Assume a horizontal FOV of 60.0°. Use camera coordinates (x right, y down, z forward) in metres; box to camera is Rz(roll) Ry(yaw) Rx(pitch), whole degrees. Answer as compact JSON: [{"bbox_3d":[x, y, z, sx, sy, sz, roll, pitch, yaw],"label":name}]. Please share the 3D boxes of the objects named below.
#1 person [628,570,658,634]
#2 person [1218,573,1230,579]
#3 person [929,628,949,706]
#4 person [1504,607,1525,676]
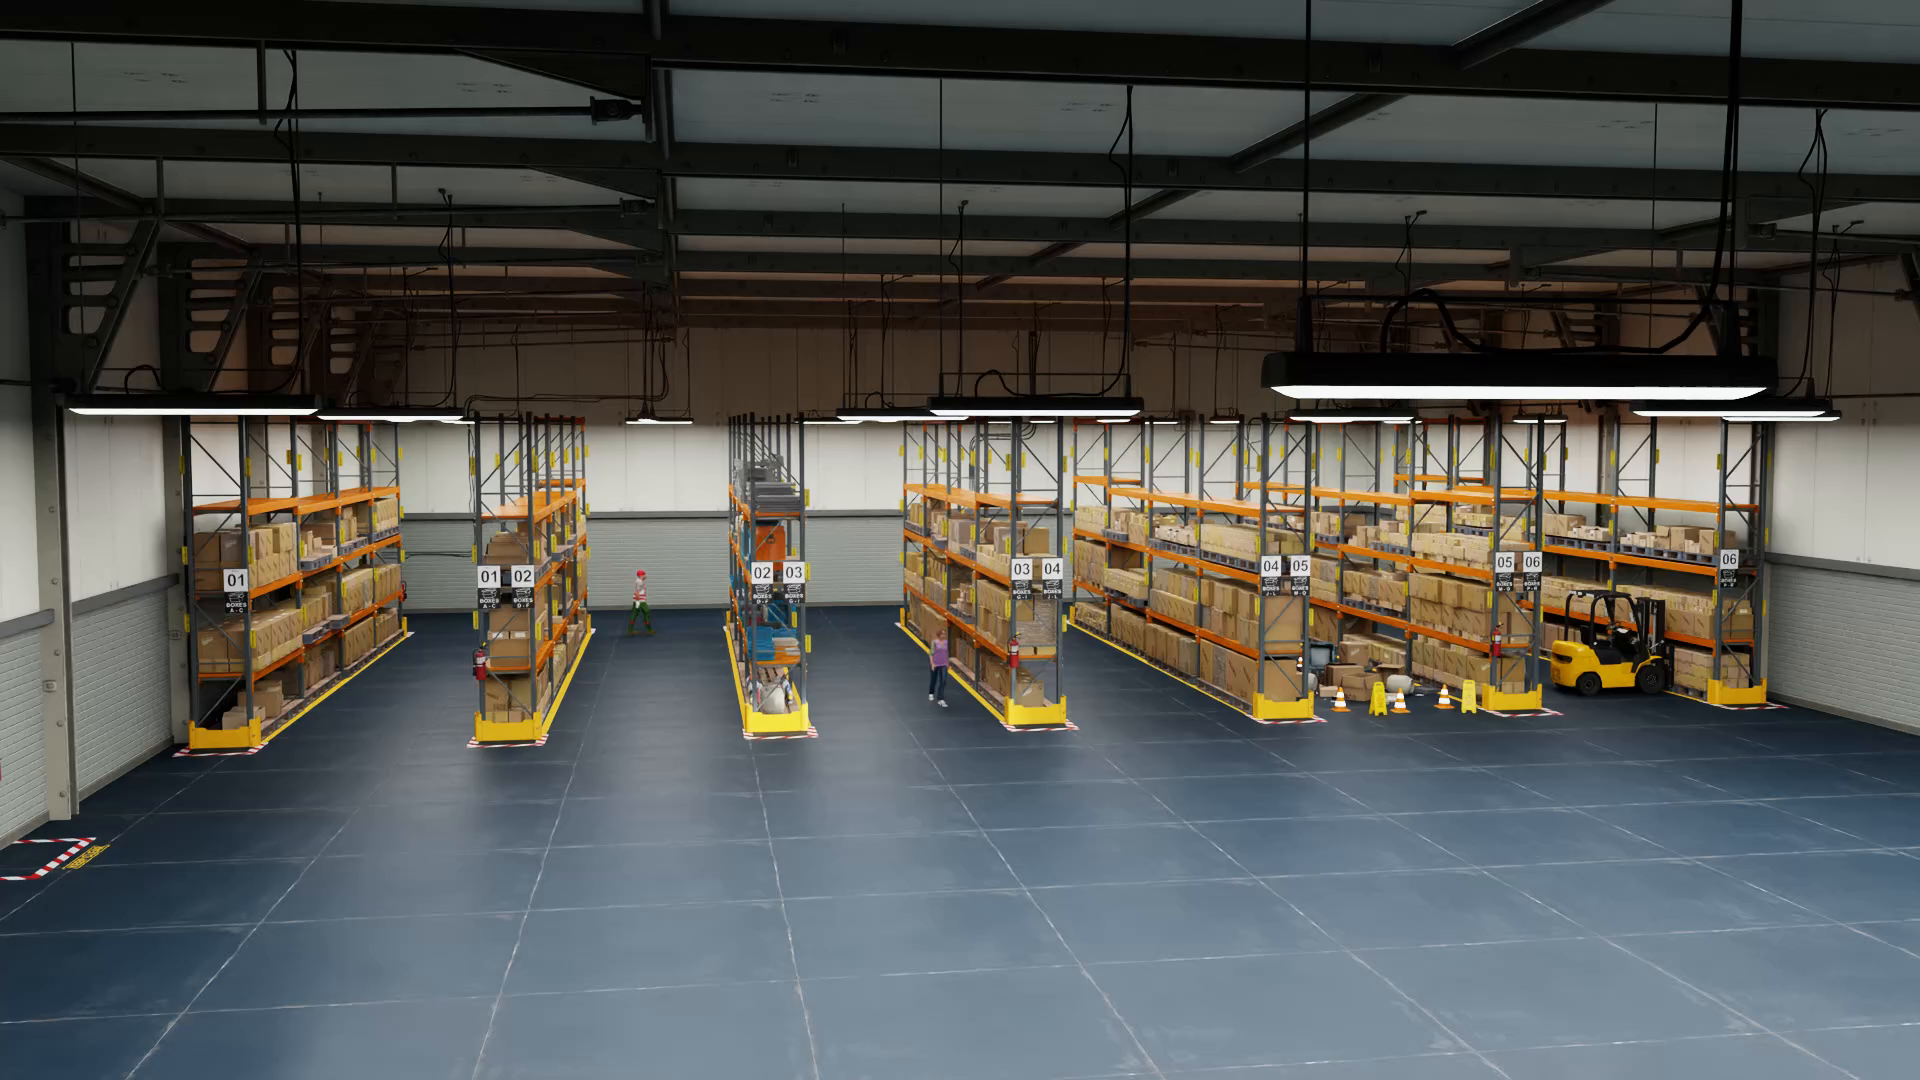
[{"bbox_3d":[-8.823,1.714,45.957,0.848,1.771,0.499,-4,5,-44],"label":"person"},{"bbox_3d":[8.204,1.403,51.470,1.004,1.628,0.435,-2,4,-25],"label":"person"},{"bbox_3d":[-0.418,2.609,34.403,0.504,1.575,0.747,-2,4,-27],"label":"person"},{"bbox_3d":[12.708,2.309,38.021,0.647,1.673,0.788,-1,4,-9],"label":"person"}]
